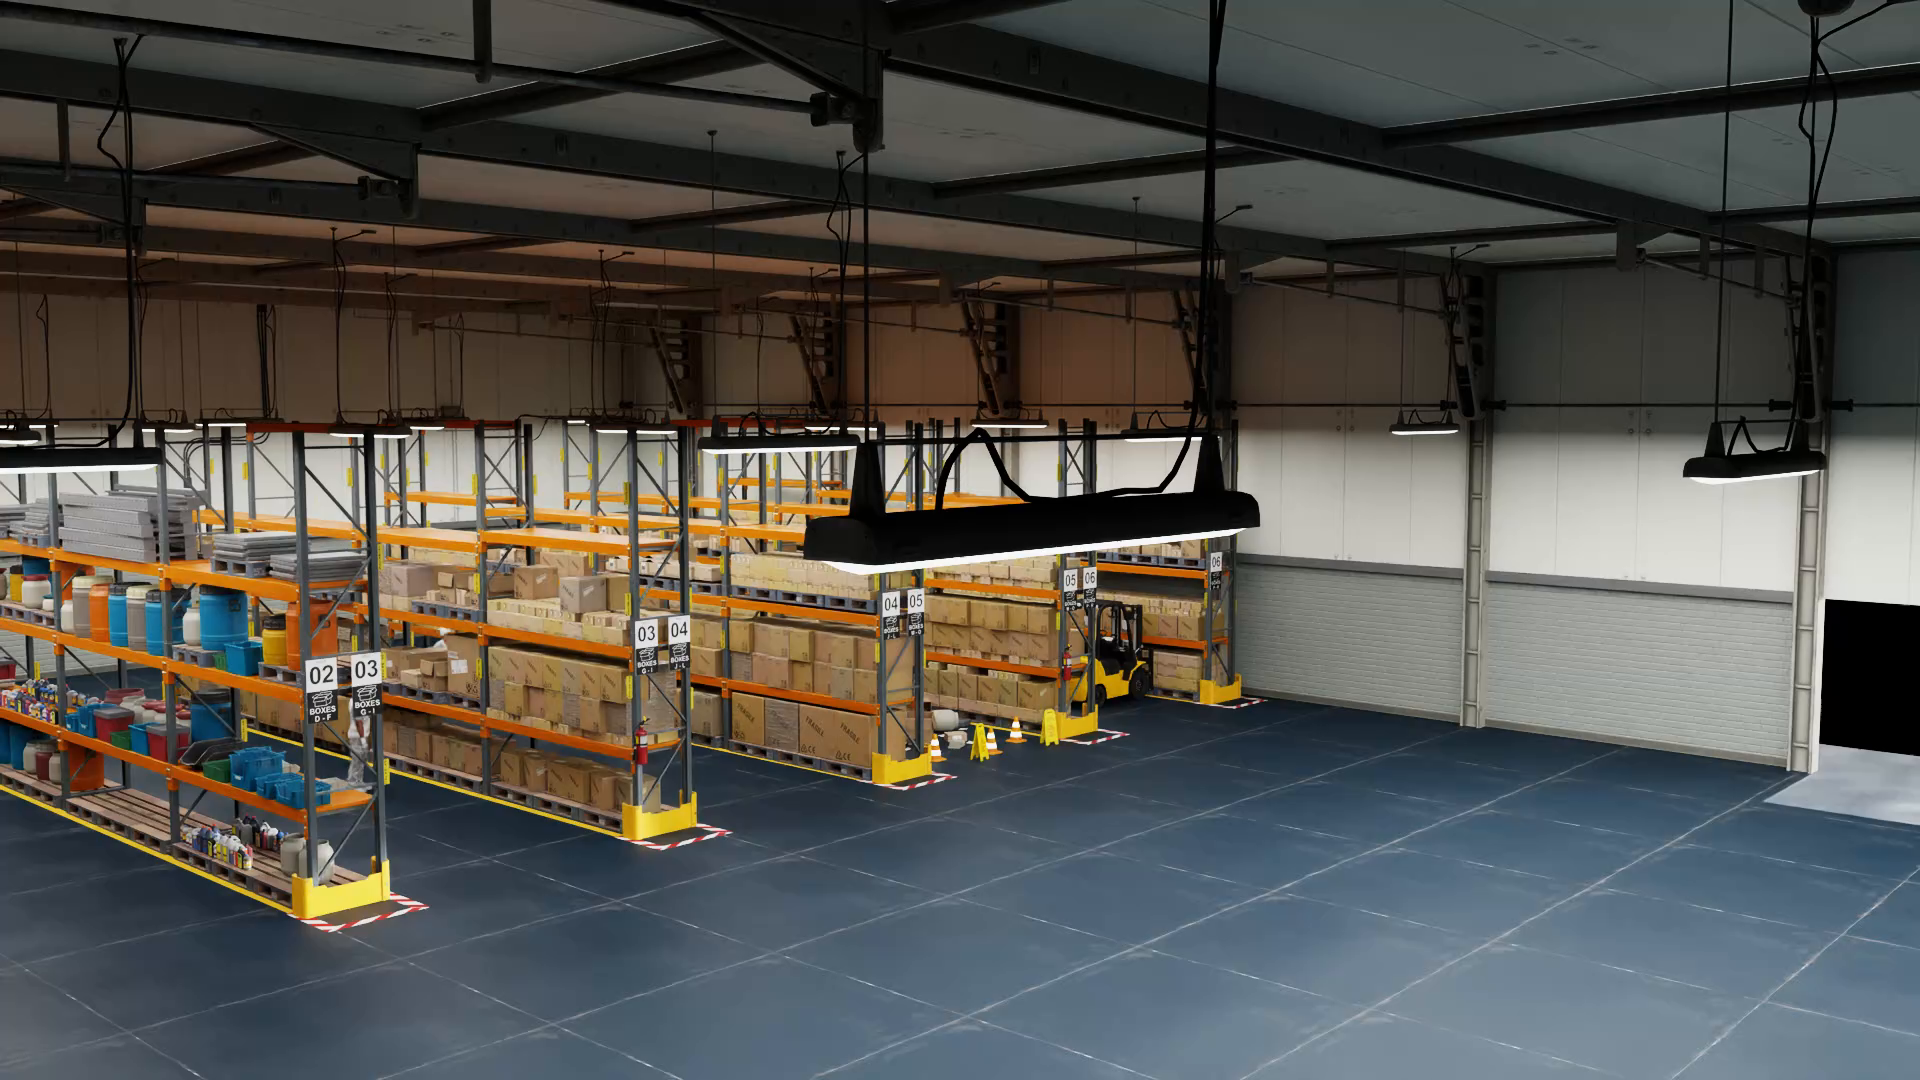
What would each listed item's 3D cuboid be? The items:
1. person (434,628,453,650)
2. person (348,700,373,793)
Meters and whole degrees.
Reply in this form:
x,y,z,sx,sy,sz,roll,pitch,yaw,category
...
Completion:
x,y,z,sx,sy,sz,roll,pitch,yaw,category
-10.606,2.698,34.237,0.877,1.812,0.764,4,6,42,person
-9.788,3.215,27.133,0.380,1.797,0.608,-1,5,-11,person
